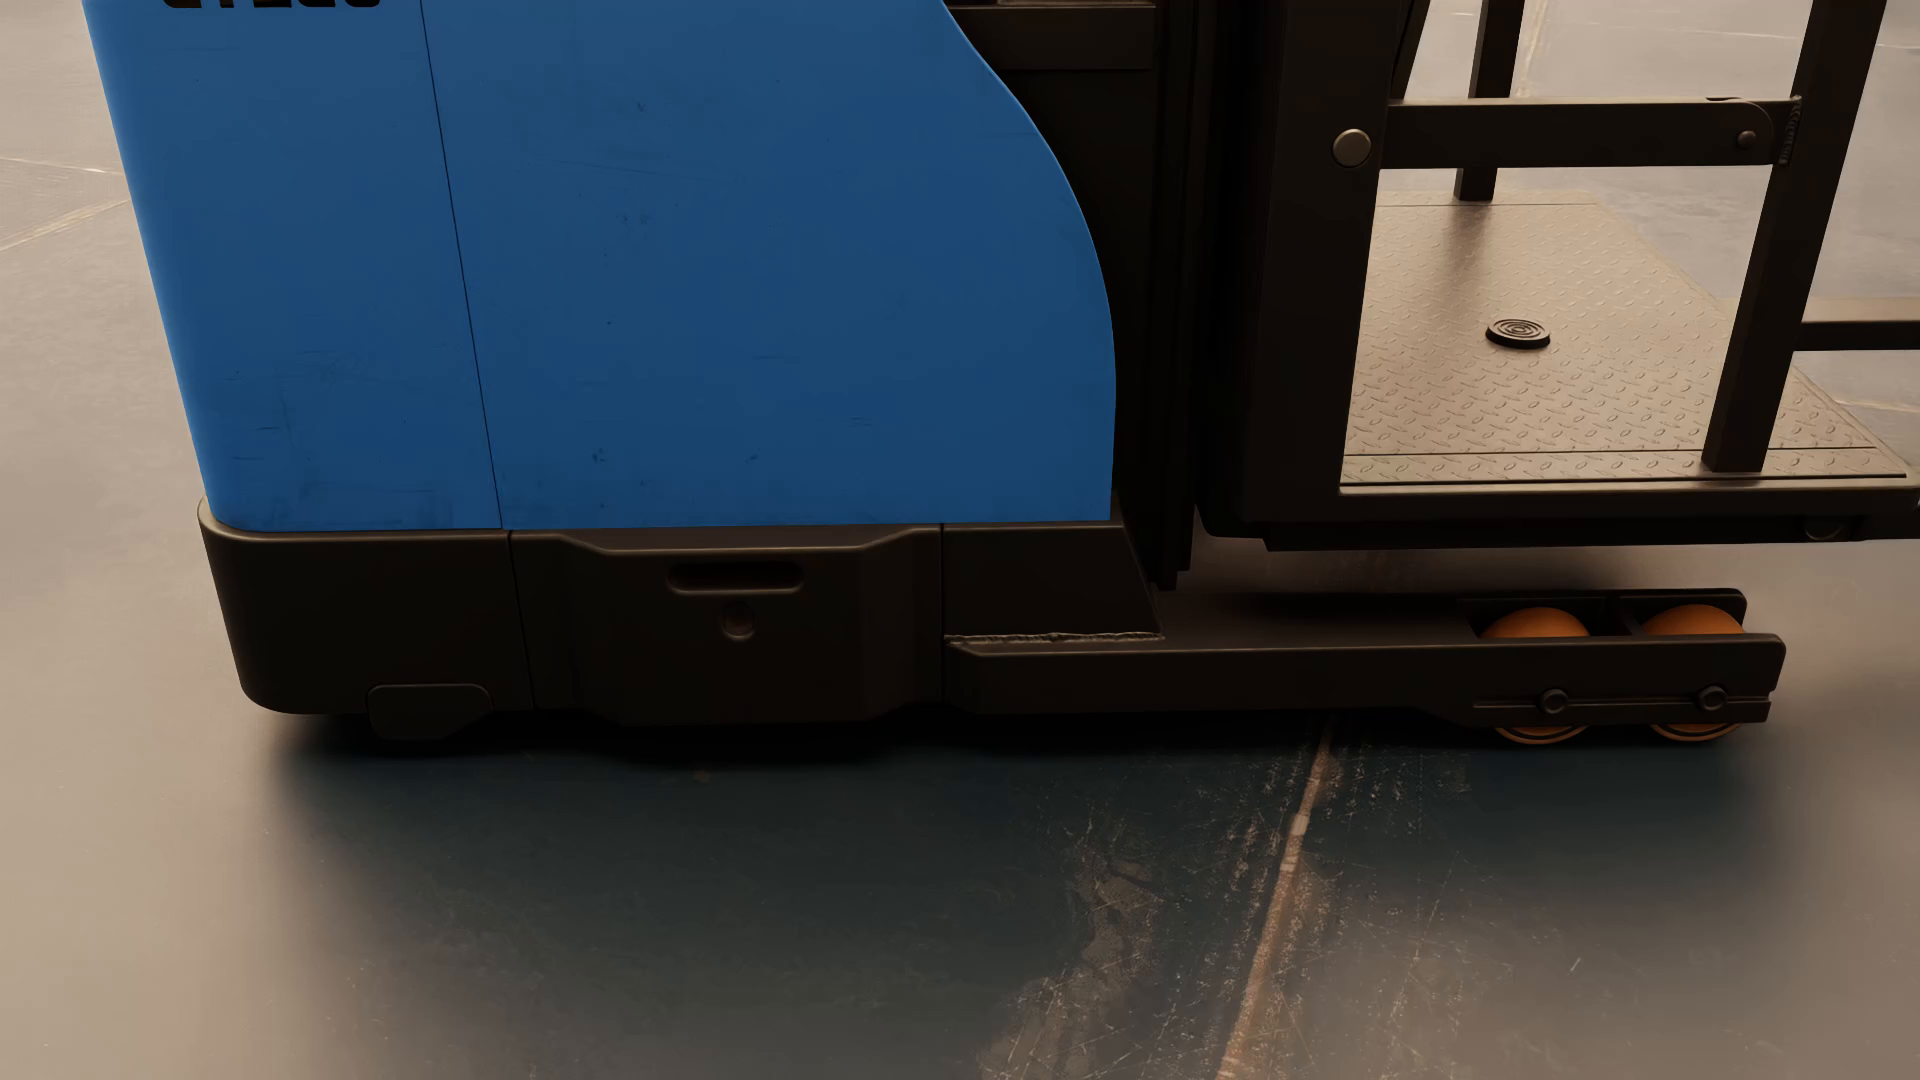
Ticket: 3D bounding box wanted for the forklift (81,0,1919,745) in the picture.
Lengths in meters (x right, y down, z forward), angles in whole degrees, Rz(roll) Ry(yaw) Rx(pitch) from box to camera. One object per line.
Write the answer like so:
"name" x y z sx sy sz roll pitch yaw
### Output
"forklift" 0.608 -1.285 1.795 3.031 2.935 1.130 -1 30 -2
